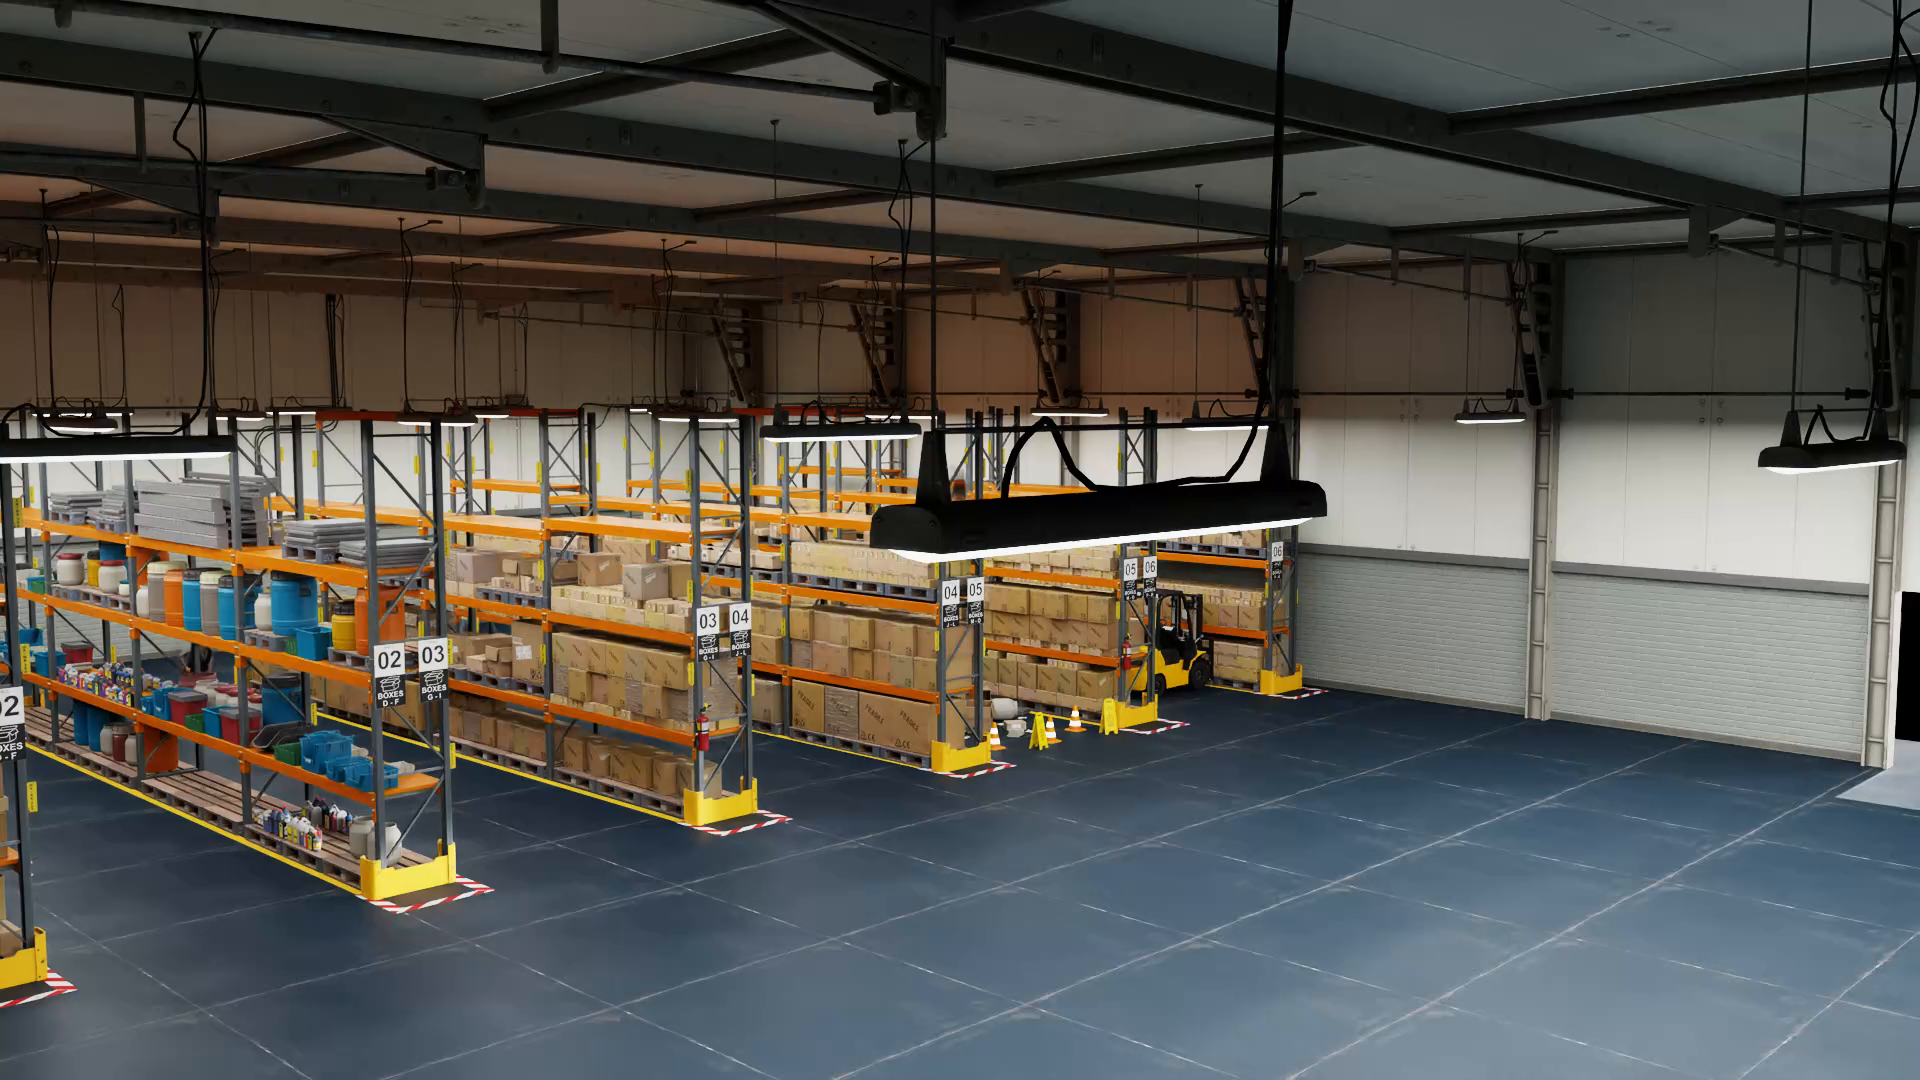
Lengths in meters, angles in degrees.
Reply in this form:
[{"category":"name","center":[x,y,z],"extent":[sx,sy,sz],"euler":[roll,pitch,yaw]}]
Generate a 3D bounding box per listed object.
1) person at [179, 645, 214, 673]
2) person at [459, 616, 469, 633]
[{"category":"person","center":[-14.925,2.663,32.398],"extent":[1.002,1.680,0.691],"euler":[3,6,34]},{"category":"person","center":[-12.039,1.902,40.316],"extent":[0.688,1.714,0.639],"euler":[4,6,38]}]
